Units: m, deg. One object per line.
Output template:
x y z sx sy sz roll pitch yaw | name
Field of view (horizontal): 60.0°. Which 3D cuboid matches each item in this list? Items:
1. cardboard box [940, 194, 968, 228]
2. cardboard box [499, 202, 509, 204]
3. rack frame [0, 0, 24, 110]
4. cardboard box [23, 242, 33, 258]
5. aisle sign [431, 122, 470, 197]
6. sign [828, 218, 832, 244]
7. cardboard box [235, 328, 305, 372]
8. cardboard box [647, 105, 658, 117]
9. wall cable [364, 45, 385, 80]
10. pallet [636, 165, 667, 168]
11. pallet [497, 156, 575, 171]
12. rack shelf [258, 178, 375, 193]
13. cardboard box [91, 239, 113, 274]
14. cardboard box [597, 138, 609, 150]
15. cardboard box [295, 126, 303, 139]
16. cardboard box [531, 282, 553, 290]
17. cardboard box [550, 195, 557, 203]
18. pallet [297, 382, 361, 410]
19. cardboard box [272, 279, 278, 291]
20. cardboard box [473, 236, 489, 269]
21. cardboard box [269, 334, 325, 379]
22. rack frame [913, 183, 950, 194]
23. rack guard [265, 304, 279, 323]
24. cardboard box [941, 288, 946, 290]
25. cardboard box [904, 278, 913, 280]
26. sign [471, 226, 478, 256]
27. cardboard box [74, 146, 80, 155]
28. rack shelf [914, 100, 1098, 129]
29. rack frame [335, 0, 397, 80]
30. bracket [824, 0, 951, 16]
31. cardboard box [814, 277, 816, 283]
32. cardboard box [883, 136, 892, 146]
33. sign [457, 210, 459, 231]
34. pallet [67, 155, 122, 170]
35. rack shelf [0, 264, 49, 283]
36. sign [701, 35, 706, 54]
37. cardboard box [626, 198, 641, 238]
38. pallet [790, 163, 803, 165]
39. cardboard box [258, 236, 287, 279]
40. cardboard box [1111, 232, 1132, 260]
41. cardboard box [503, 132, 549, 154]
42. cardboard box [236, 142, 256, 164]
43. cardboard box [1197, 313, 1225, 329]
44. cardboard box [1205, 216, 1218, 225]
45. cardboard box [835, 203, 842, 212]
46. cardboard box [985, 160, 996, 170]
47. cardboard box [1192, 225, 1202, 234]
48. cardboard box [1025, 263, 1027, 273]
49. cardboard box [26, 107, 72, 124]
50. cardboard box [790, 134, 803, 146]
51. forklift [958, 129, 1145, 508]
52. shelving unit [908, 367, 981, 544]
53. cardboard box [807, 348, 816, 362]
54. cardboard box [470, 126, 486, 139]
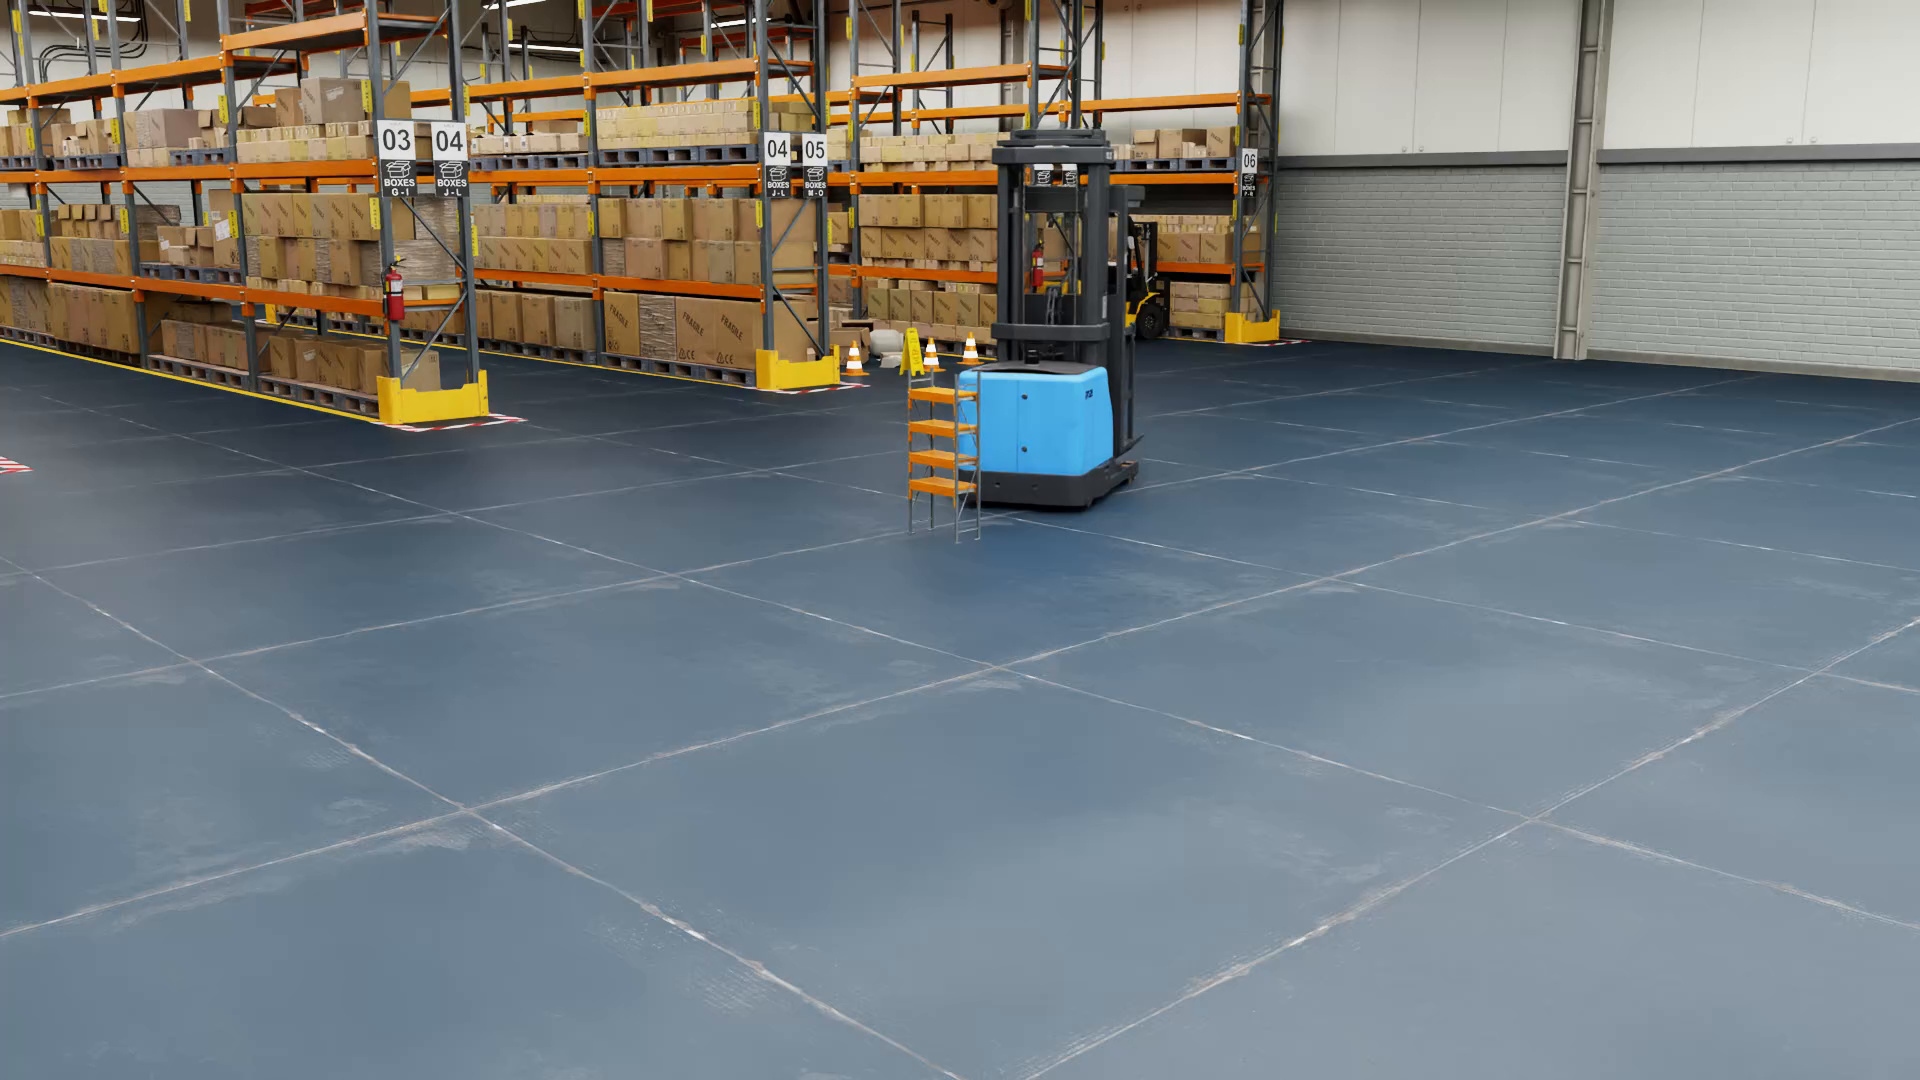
0.110 -5.053 25.541 0.700 0.500 0.500 -11 16 -43 | cardboard box
-9.532 -6.953 35.503 0.500 0.500 0.500 -11 16 -44 | cardboard box
-16.825 -8.082 28.838 1.000 3.000 0.127 -11 16 -43 | rack frame
-14.917 -4.735 27.095 0.500 0.250 0.500 -10 15 -41 | cardboard box
-5.516 -4.114 18.006 0.394 0.787 0.004 -11 16 -43 | aisle sign
-1.713 -4.024 21.668 0.100 0.325 0.005 -11 16 -43 | sign
-8.947 -2.476 21.600 0.500 0.500 0.700 10 15 41 | cardboard box
-3.996 -5.774 22.427 0.380 0.149 0.250 -11 16 -43 | cardboard box
-13.790 -10.254 39.380 0.463 3.000 0.029 -11 16 -43 | wall cable
-5.390 -6.983 31.406 1.003 0.211 1.213 -10 15 -40 | pallet
-6.386 -5.780 25.566 1.003 0.211 1.213 -10 15 -40 | pallet
-11.787 -6.645 31.080 1.077 0.370 4.000 -11 16 -43 | rack shelf
-12.521 -4.211 24.671 0.500 0.500 0.500 11 16 43 | cardboard box
-4.876 -5.569 23.409 0.380 0.149 0.250 -11 16 -43 | cardboard box
-7.406 -4.675 19.119 0.380 0.149 0.250 -10 16 -41 | cardboard box
-8.491 -5.260 35.320 0.875 0.438 0.875 -10 16 -41 | cardboard box
-8.175 -6.993 34.088 0.380 0.149 0.250 -11 16 -44 | cardboard box
-7.202 -1.755 19.908 1.003 0.211 1.213 -11 16 -43 | pallet
-8.072 -3.090 20.098 0.380 0.149 0.250 -11 16 -43 | cardboard box
-7.529 -4.598 26.549 0.500 0.500 0.500 -11 16 -42 | cardboard box
-8.291 -2.310 20.842 0.500 0.500 0.500 11 16 43 | cardboard box
-0.546 -6.049 33.839 1.000 3.000 0.127 -11 16 -43 | rack frame
-13.115 -4.585 32.925 1.175 0.500 0.348 -11 16 -43 | rack guard
-0.062 -3.802 26.848 0.500 0.500 0.500 -10 15 -40 | cardboard box
-1.070 -5.385 34.162 0.250 0.149 0.380 11 16 42 | cardboard box
-5.383 -3.308 18.389 0.100 0.325 0.005 -11 16 -43 | sign
-13.143 -5.873 25.134 0.250 0.149 0.380 11 16 43 | cardboard box
0.836 -8.147 31.930 1.077 0.370 4.000 -11 16 -43 | rack shelf
-10.406 -8.174 29.288 1.000 3.000 0.127 -11 16 -43 | rack frame
-1.316 -11.073 34.436 0.076 0.066 4.783 -11 16 -43 | bracket
-3.137 -5.512 36.388 0.500 0.500 0.500 -10 15 -40 | cardboard box
-1.013 -6.345 26.486 0.250 0.149 0.380 11 16 43 | cardboard box
-8.029 -5.104 26.577 0.100 0.325 0.005 -11 16 -43 | sign
-12.558 -5.602 24.703 1.003 0.211 1.213 -10 15 -40 | pallet
-15.444 -4.499 28.099 1.077 0.370 4.000 -11 16 -43 | rack shelf
-4.532 -8.752 29.386 0.100 0.325 0.005 -11 16 -43 | sign
-4.187 -4.548 23.506 0.875 0.550 0.550 -11 16 -43 | cardboard box
-2.438 -6.406 28.604 1.213 0.211 1.003 -11 16 -43 | pallet
-7.952 -3.435 20.164 0.875 0.500 0.500 -11 16 -43 | cardboard box
3.057 -5.266 29.789 0.500 0.500 0.500 -11 16 -43 | cardboard box
-6.602 -6.048 25.333 0.500 0.311 0.500 -11 16 -44 | cardboard box
-8.413 -4.687 20.163 0.500 0.250 0.500 11 16 43 | cardboard box
4.426 -3.765 28.526 0.500 0.250 0.500 -11 16 -42 | cardboard box
4.387 -5.449 28.332 0.380 0.149 0.250 -11 16 -42 | cardboard box
-2.264 -5.753 28.770 0.380 0.149 0.250 -10 15 -39 | cardboard box
0.589 -5.624 24.964 0.380 0.149 0.250 -10 15 -41 | cardboard box
4.204 -5.339 28.539 0.380 0.149 0.250 -11 16 -42 | cardboard box
0.979 -4.091 24.958 0.380 0.149 0.250 -10 15 -41 | cardboard box
-14.708 -6.838 26.840 0.500 0.250 0.500 10 16 41 | cardboard box
-2.123 -5.180 21.523 0.380 0.149 0.250 -11 16 -42 | cardboard box
0.919 -1.940 14.065 1.130 2.935 3.031 4 12 18 | forklift
-0.114 -0.612 11.908 0.258 1.200 0.503 -11 16 -43 | shelving unit
-2.362 -2.735 24.530 0.396 0.266 0.258 -8 14 -33 | cardboard box
-8.079 -6.718 27.508 0.396 0.266 0.258 -11 16 -43 | cardboard box
